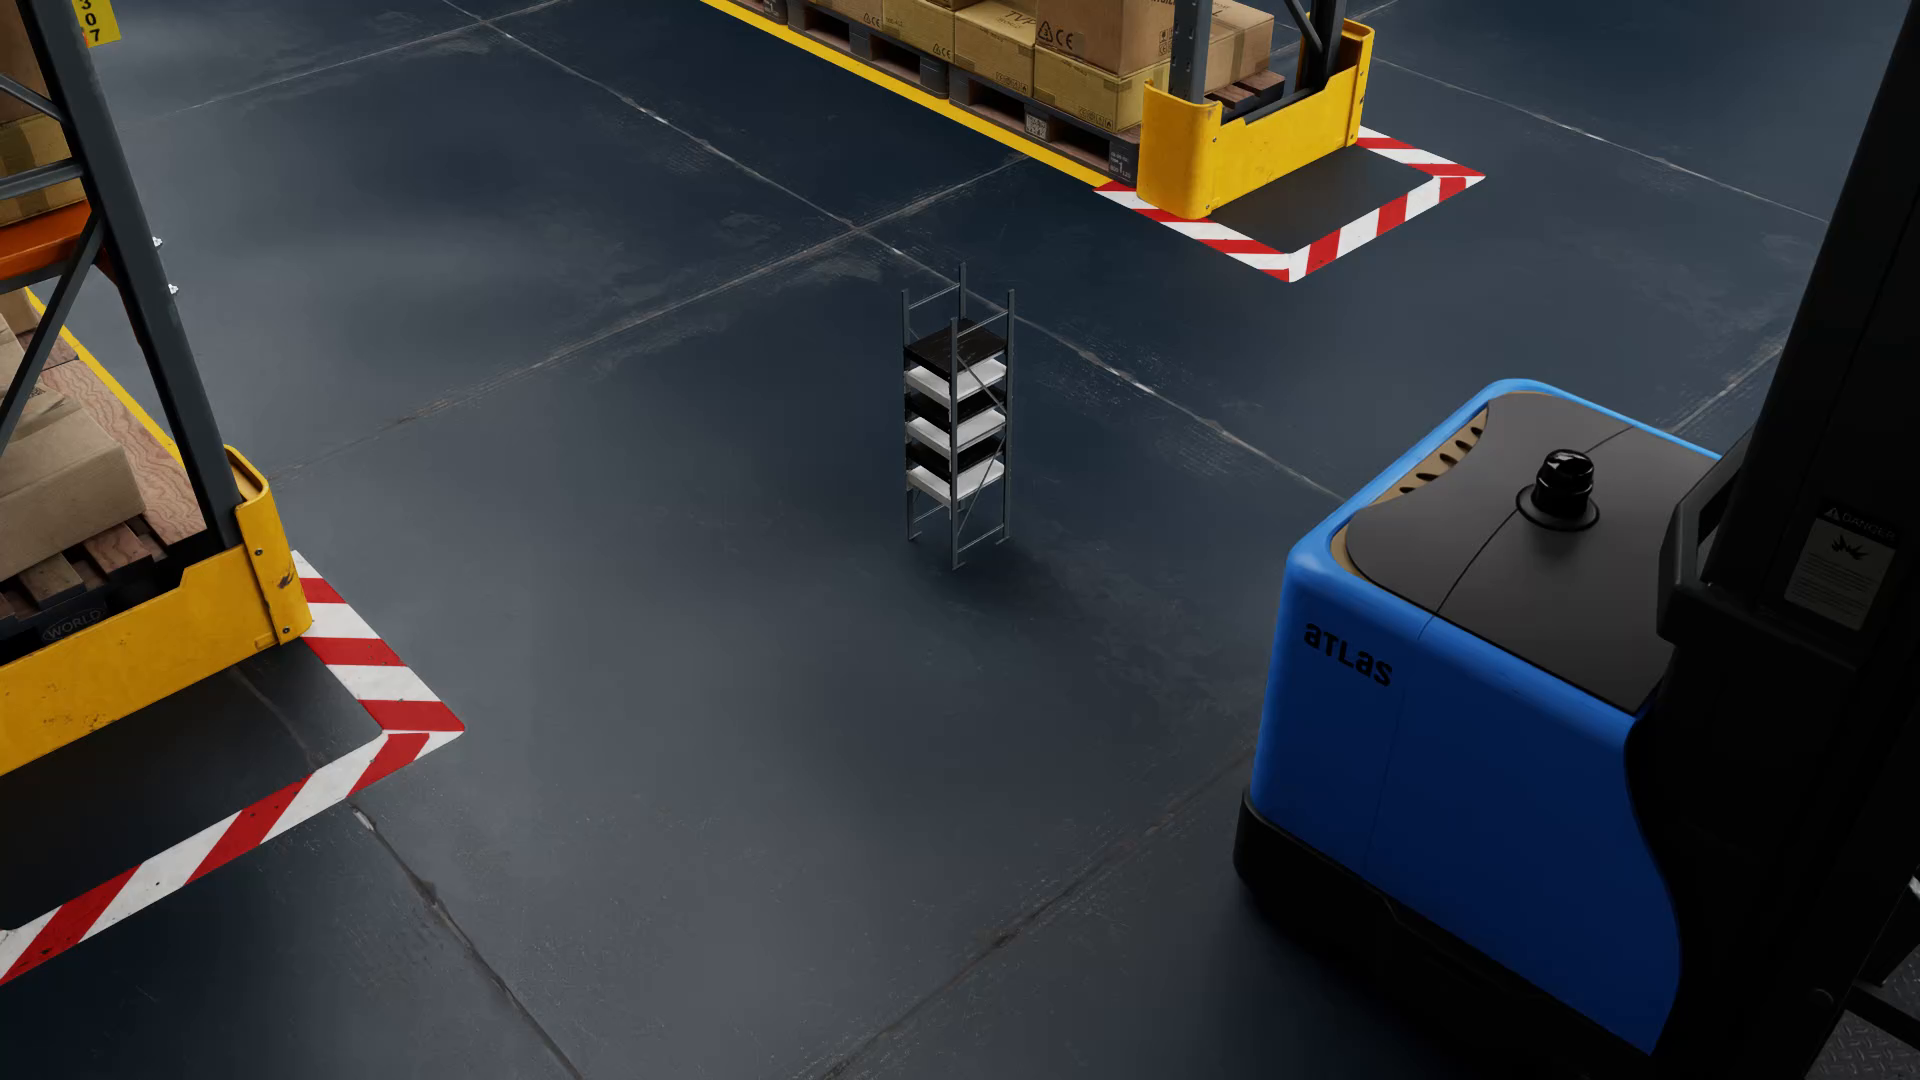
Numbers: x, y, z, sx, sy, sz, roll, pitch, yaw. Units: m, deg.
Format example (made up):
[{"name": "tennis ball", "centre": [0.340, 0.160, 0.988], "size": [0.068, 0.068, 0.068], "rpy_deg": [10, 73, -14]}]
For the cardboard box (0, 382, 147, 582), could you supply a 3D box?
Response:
[{"name": "cardboard box", "centre": [-2.796, -0.192, 4.890], "size": [0.500, 0.311, 0.500], "rpy_deg": [29, 47, 31]}]

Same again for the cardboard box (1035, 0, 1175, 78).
[{"name": "cardboard box", "centre": [0.670, -2.323, 6.996], "size": [0.500, 0.500, 0.500], "rpy_deg": [-30, 48, -32]}]

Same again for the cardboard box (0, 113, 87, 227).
[{"name": "cardboard box", "centre": [-2.490, -1.019, 4.228], "size": [0.500, 0.250, 0.500], "rpy_deg": [-31, 48, -33]}]

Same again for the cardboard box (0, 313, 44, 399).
[{"name": "cardboard box", "centre": [-3.181, -0.456, 5.217], "size": [0.500, 0.311, 0.500], "rpy_deg": [-26, 46, -28]}]

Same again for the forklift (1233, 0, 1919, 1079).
[{"name": "forklift", "centre": [2.105, 0.126, 2.762], "size": [3.031, 2.935, 1.130], "rpy_deg": [30, 48, 32]}]

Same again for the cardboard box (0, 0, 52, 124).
[{"name": "cardboard box", "centre": [-2.496, -1.298, 3.977], "size": [0.500, 0.500, 0.500], "rpy_deg": [-30, 48, -32]}]

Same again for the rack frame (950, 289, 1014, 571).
[{"name": "rack frame", "centre": [0.063, -0.307, 4.914], "size": [0.240, 0.900, 0.006], "rpy_deg": [-30, 48, -32]}]

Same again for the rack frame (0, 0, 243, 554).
[{"name": "rack frame", "centre": [-2.394, -0.709, 3.740], "size": [1.000, 3.000, 0.127], "rpy_deg": [-30, 48, -32]}]

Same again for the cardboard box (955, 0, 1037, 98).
[{"name": "cardboard box", "centre": [0.325, -2.258, 7.513], "size": [0.500, 0.250, 0.500], "rpy_deg": [-30, 48, -32]}]

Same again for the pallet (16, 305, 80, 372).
[{"name": "pallet", "centre": [-3.790, -0.614, 5.843], "size": [1.003, 0.211, 1.213], "rpy_deg": [-30, 48, -32]}]

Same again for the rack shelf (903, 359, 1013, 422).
[{"name": "rack shelf", "centre": [-0.005, -0.468, 4.880], "size": [0.258, 0.077, 0.200], "rpy_deg": [-30, 48, -32]}]

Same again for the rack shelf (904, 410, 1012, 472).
[{"name": "rack shelf", "centre": [-0.005, -0.328, 4.993], "size": [0.258, 0.077, 0.200], "rpy_deg": [-30, 48, -32]}]

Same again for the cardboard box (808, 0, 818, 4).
[{"name": "cardboard box", "centre": [-0.694, -2.950, 8.369], "size": [0.500, 0.250, 0.500], "rpy_deg": [-30, 48, -32]}]

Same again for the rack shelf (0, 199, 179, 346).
[{"name": "rack shelf", "centre": [-3.747, -1.354, 5.112], "size": [1.077, 0.370, 4.000], "rpy_deg": [-30, 48, -32]}]

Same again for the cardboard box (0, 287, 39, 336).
[{"name": "cardboard box", "centre": [-3.641, -0.890, 5.604], "size": [0.500, 0.500, 0.700], "rpy_deg": [31, 48, 33]}]

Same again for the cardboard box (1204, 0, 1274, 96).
[{"name": "cardboard box", "centre": [1.053, -2.252, 7.505], "size": [0.500, 0.250, 0.500], "rpy_deg": [-30, 48, -32]}]

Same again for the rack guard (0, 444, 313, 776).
[{"name": "rack guard", "centre": [-2.445, 0.229, 4.569], "size": [1.175, 0.500, 0.348], "rpy_deg": [-30, 48, -32]}]

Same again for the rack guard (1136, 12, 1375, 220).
[{"name": "rack guard", "centre": [1.269, -1.832, 7.120], "size": [1.175, 0.500, 0.348], "rpy_deg": [-30, 48, -32]}]

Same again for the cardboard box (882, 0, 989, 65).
[{"name": "cardboard box", "centre": [-0.015, -2.489, 7.798], "size": [0.500, 0.250, 0.500], "rpy_deg": [-30, 48, -32]}]

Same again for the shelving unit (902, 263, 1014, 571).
[{"name": "shelving unit", "centre": [-0.005, -0.354, 4.972], "size": [0.258, 0.900, 0.210], "rpy_deg": [-30, 48, -32]}]

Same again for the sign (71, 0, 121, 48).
[{"name": "sign", "centre": [-1.995, -1.276, 3.754], "size": [0.100, 0.325, 0.005], "rpy_deg": [-30, 48, -32]}]

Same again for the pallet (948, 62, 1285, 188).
[{"name": "pallet", "centre": [0.704, -2.067, 7.641], "size": [1.003, 0.211, 1.213], "rpy_deg": [-30, 48, -32]}]

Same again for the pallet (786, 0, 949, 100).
[{"name": "pallet", "centre": [-0.117, -2.631, 8.340], "size": [1.003, 0.211, 1.213], "rpy_deg": [-30, 48, -32]}]

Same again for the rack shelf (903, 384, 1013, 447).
[{"name": "rack shelf", "centre": [-0.005, -0.398, 4.936], "size": [0.258, 0.077, 0.200], "rpy_deg": [-30, 48, -32]}]

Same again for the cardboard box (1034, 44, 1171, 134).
[{"name": "cardboard box", "centre": [0.672, -2.032, 7.232], "size": [0.500, 0.250, 0.500], "rpy_deg": [-30, 48, -32]}]

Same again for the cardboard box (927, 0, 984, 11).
[{"name": "cardboard box", "centre": [-0.017, -2.779, 7.561], "size": [0.500, 0.500, 0.500], "rpy_deg": [-30, 48, -32]}]

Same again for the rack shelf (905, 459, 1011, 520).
[{"name": "rack shelf", "centre": [-0.005, -0.188, 5.106], "size": [0.258, 0.077, 0.200], "rpy_deg": [-30, 48, -32]}]

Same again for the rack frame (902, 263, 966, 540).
[{"name": "rack frame", "centre": [-0.074, -0.401, 5.030], "size": [0.240, 0.900, 0.006], "rpy_deg": [-30, 48, -32]}]

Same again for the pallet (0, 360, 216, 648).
[{"name": "pallet", "centre": [-2.969, -0.050, 5.144], "size": [1.003, 0.211, 1.213], "rpy_deg": [-30, 48, -32]}]

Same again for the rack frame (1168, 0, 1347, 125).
[{"name": "rack frame", "centre": [1.252, -2.815, 6.349], "size": [1.000, 3.000, 0.127], "rpy_deg": [-30, 48, -32]}]

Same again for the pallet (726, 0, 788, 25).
[{"name": "pallet", "centre": [-0.946, -3.196, 9.039], "size": [1.003, 0.211, 1.213], "rpy_deg": [-30, 48, -32]}]

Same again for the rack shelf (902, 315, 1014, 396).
[{"name": "rack shelf", "centre": [-0.005, -0.538, 4.823], "size": [0.258, 0.077, 0.200], "rpy_deg": [-30, 48, -32]}]

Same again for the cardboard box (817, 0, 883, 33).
[{"name": "cardboard box", "centre": [-0.351, -2.721, 8.086], "size": [0.500, 0.250, 0.500], "rpy_deg": [-30, 48, -32]}]

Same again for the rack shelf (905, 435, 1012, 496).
[{"name": "rack shelf", "centre": [-0.005, -0.258, 5.049], "size": [0.258, 0.077, 0.200], "rpy_deg": [-30, 48, -32]}]
